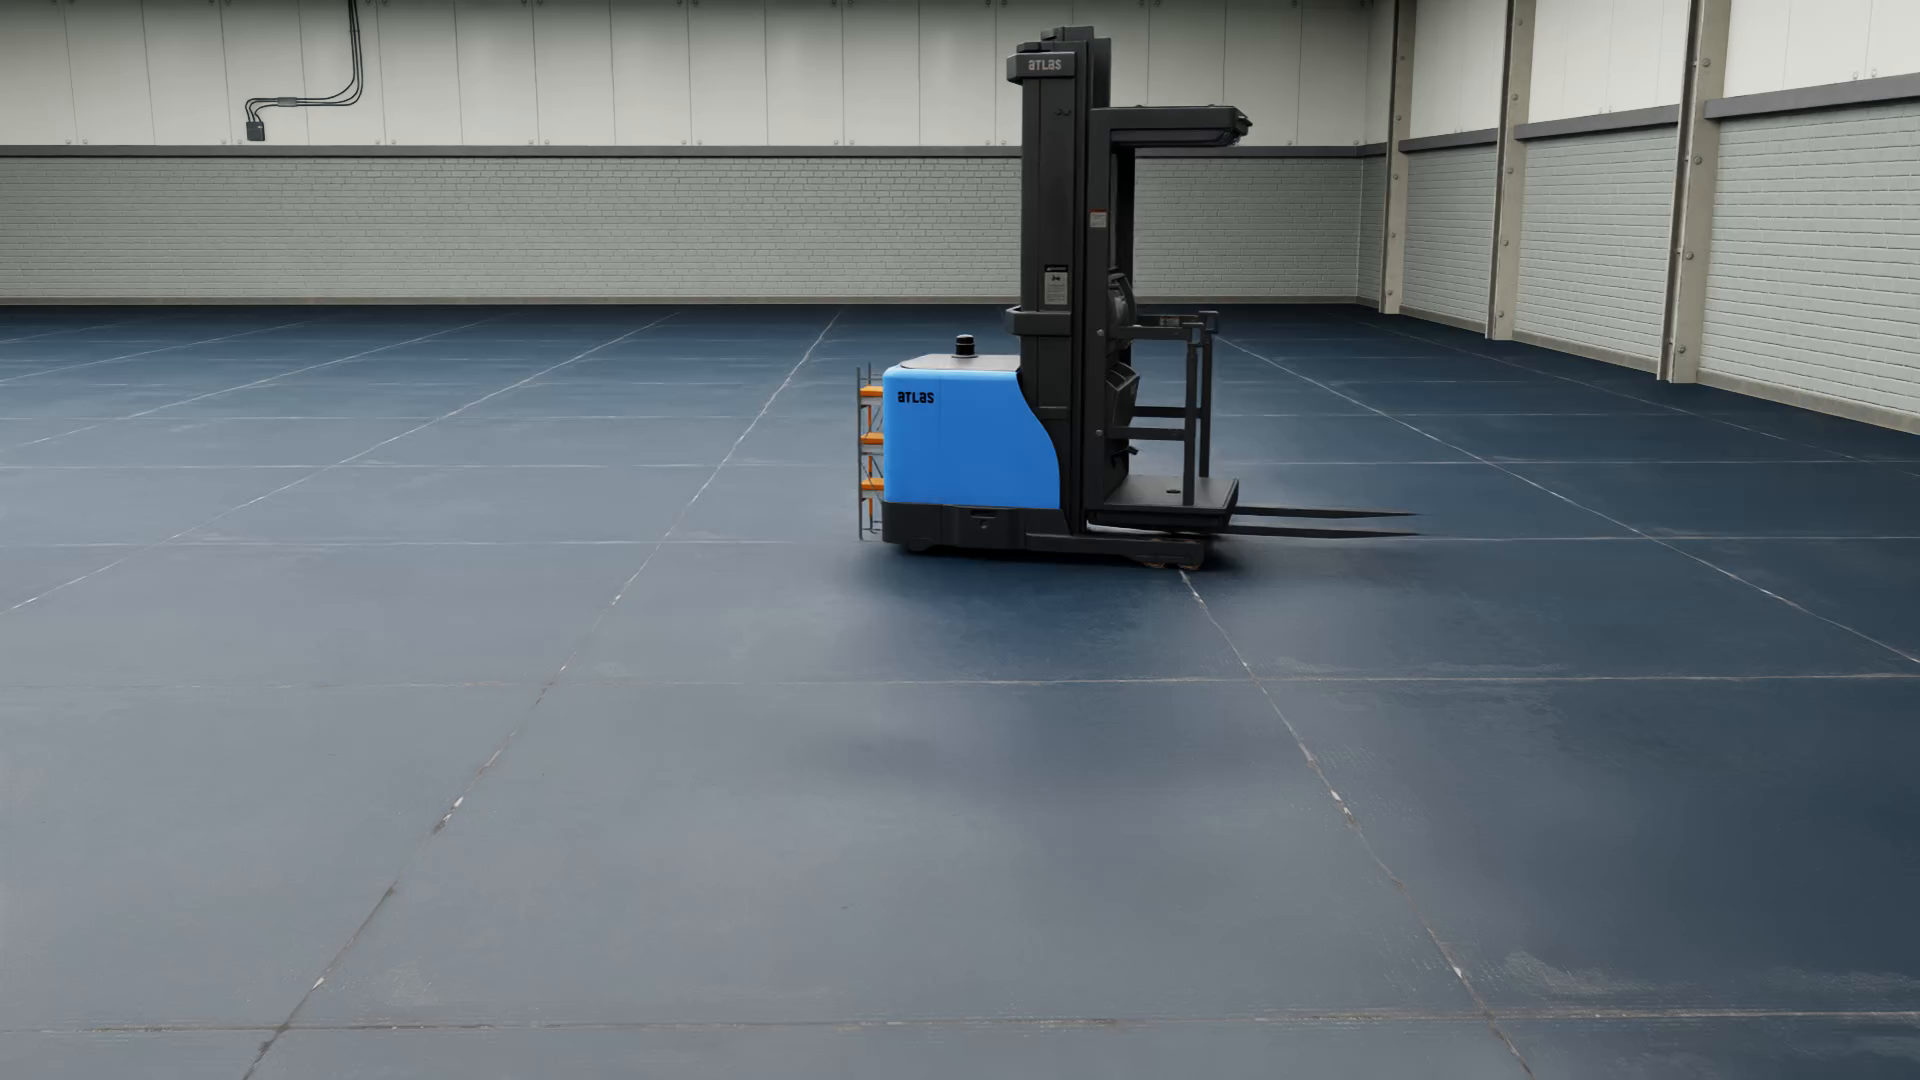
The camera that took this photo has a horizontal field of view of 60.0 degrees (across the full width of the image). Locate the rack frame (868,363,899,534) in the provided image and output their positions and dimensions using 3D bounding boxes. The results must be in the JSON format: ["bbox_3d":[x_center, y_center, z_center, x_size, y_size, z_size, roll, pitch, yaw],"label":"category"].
[{"bbox_3d":[-0.458,-0.552,10.142,0.200,1.050,0.008,2,12,12],"label":"rack frame"}]

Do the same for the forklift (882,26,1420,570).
[{"bbox_3d":[1.117,-1.385,9.513,3.031,2.935,1.130,3,12,13],"label":"forklift"}]

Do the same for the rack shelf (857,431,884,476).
[{"bbox_3d":[-0.484,-0.518,10.027,0.215,0.259,0.240,2,12,12],"label":"rack shelf"}]

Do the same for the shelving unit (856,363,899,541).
[{"bbox_3d":[-0.484,-0.529,10.025,0.215,1.050,0.252,2,12,12],"label":"shelving unit"}]

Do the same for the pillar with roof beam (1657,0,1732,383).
[{"bbox_3d":[3.897,-6.208,18.028,9.100,9.000,0.400,0,11,-1],"label":"pillar with roof beam"}]

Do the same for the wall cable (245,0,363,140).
[{"bbox_3d":[-12.788,-10.776,31.987,2.305,6.003,0.169,0,11,-1],"label":"wall cable"}]

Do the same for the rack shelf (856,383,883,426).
[{"bbox_3d":[-0.484,-0.796,9.970,0.215,0.259,0.240,2,12,12],"label":"rack shelf"}]

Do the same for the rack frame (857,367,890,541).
[{"bbox_3d":[-0.510,-0.505,9.908,0.200,1.050,0.008,2,12,12],"label":"rack frame"}]

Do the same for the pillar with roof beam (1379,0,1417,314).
[{"bbox_3d":[3.649,-8.594,29.786,9.100,9.000,0.400,0,11,-1],"label":"pillar with roof beam"}]

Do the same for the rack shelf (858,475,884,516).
[{"bbox_3d":[-0.484,-0.246,10.082,0.215,0.259,0.240,2,12,12],"label":"rack shelf"}]

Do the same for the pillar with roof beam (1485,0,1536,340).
[{"bbox_3d":[3.773,-7.401,23.907,9.100,9.000,0.400,0,11,-1],"label":"pillar with roof beam"}]
